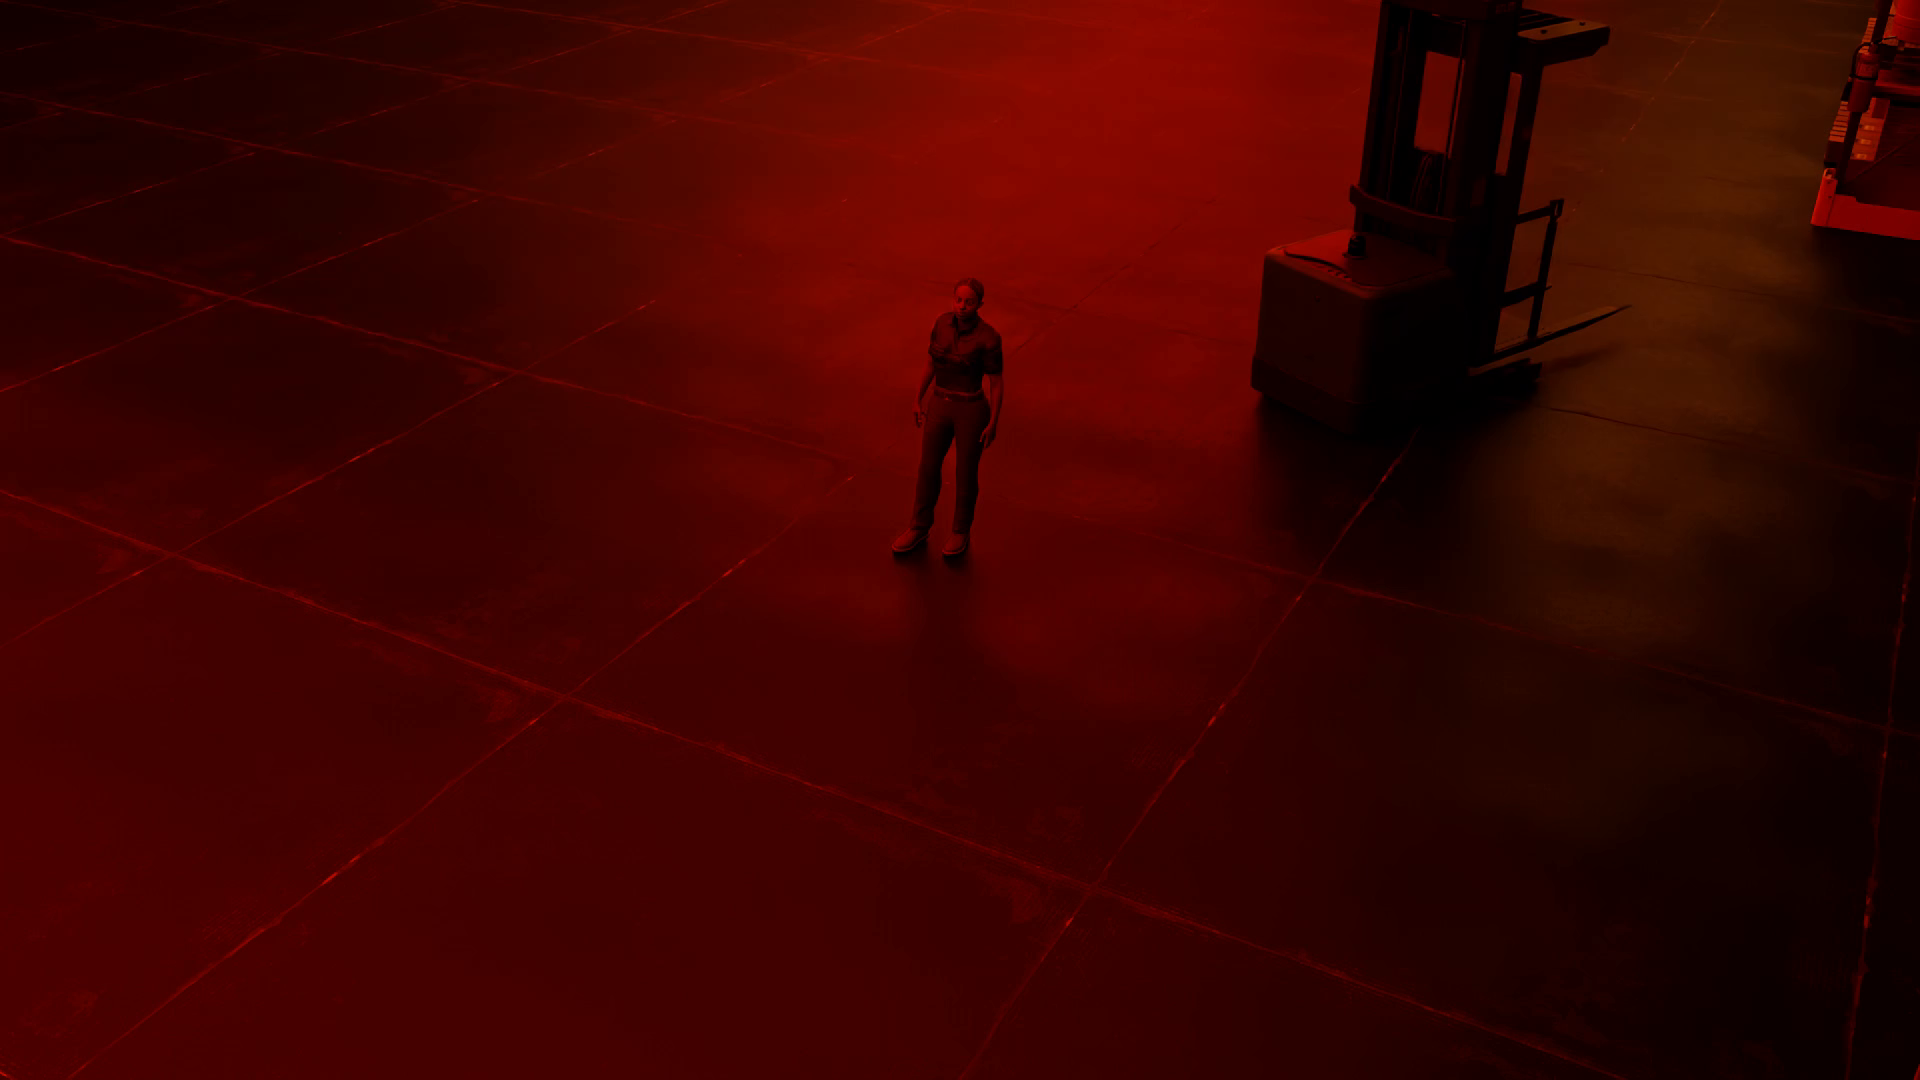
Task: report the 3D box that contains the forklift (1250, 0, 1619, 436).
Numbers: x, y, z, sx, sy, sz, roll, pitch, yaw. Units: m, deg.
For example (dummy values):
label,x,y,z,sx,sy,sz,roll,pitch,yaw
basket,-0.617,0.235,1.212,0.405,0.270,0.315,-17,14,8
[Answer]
label,x,y,z,sx,sy,sz,roll,pitch,yaw
forklift,3.553,-2.528,11.451,3.031,2.935,1.130,-19,35,-30

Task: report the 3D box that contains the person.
label,x,y,z,sx,sy,sz,roll,pitch,yaw
person,-0.059,-0.689,9.527,0.570,1.656,0.503,15,33,25
